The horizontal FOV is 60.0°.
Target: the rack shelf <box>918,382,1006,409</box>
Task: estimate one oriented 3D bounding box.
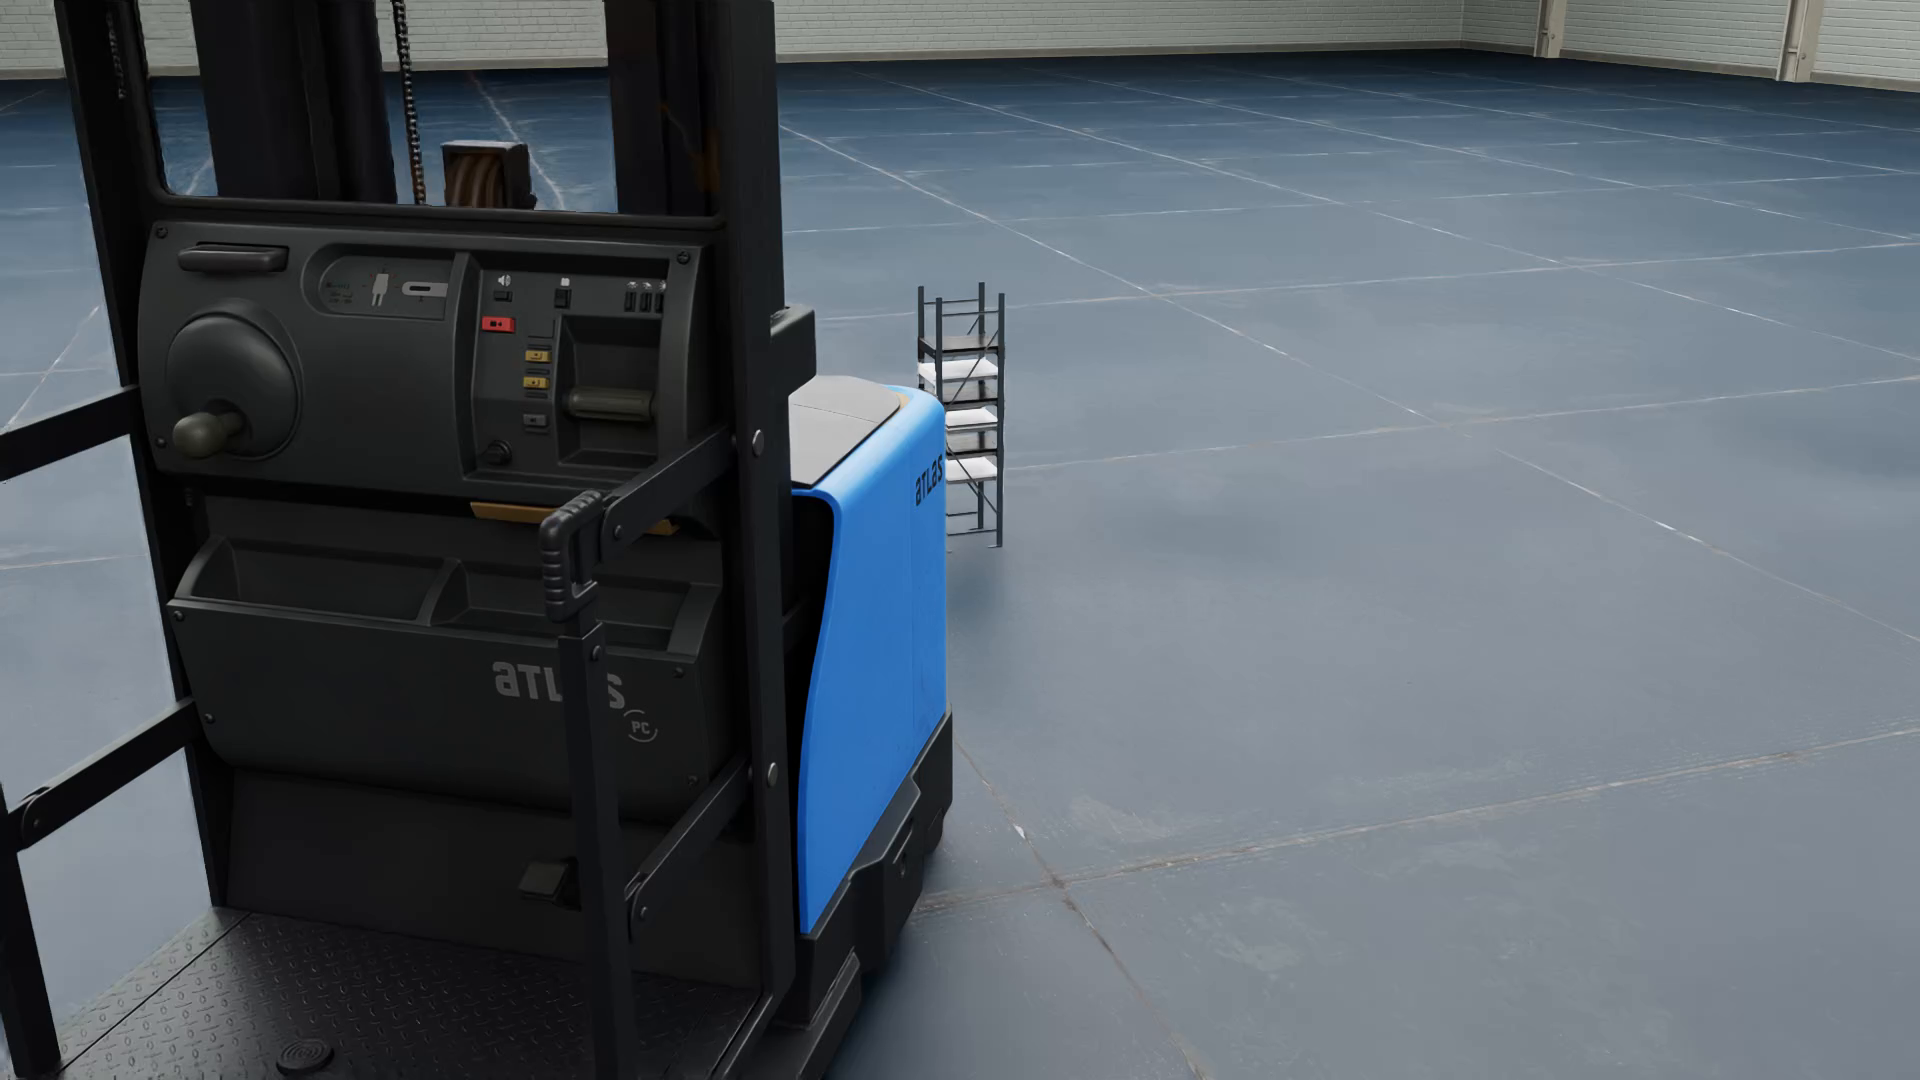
[{"bbox_3d":[0.003,-0.474,5.738,0.258,0.077,0.200,-6,21,-17],"label":"rack shelf"}]

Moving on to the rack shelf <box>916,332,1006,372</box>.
[{"bbox_3d":[0.003,-0.644,5.677,0.258,0.077,0.200,-6,21,-17],"label":"rack shelf"}]

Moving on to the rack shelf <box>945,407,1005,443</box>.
[{"bbox_3d":[0.003,-0.390,5.768,0.258,0.077,0.200,-6,21,-17],"label":"rack shelf"}]

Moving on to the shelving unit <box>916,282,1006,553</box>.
[{"bbox_3d":[0.003,-0.421,5.757,0.258,0.900,0.210,-6,21,-17],"label":"shelving unit"}]

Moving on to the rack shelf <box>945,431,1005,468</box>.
[{"bbox_3d":[0.003,-0.305,5.799,0.258,0.077,0.200,-6,21,-17],"label":"rack shelf"}]

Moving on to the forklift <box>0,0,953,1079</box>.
[{"bbox_3d":[-0.883,-0.268,2.326,1.130,2.935,3.031,5,20,14],"label":"forklift"}]

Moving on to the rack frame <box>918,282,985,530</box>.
[{"bbox_3d":[-0.029,-0.454,5.848,0.240,0.900,0.006,-6,21,-17],"label":"rack frame"}]

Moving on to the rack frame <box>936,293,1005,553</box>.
[{"bbox_3d":[0.034,-0.388,5.666,0.240,0.900,0.006,-6,21,-17],"label":"rack frame"}]

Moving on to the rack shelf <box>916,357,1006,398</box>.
[{"bbox_3d":[0.003,-0.559,5.708,0.258,0.077,0.200,-6,21,-17],"label":"rack shelf"}]

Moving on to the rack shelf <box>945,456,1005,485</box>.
[{"bbox_3d":[0.003,-0.220,5.829,0.258,0.077,0.200,-6,21,-17],"label":"rack shelf"}]

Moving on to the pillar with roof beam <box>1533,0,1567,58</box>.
[{"bbox_3d":[6.806,-12.741,28.076,9.100,9.000,0.400,-6,21,-17],"label":"pillar with roof beam"}]

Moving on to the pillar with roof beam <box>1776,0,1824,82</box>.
[{"bbox_3d":[8.692,-10.815,22.715,9.100,9.000,0.400,-6,21,-17],"label":"pillar with roof beam"}]
